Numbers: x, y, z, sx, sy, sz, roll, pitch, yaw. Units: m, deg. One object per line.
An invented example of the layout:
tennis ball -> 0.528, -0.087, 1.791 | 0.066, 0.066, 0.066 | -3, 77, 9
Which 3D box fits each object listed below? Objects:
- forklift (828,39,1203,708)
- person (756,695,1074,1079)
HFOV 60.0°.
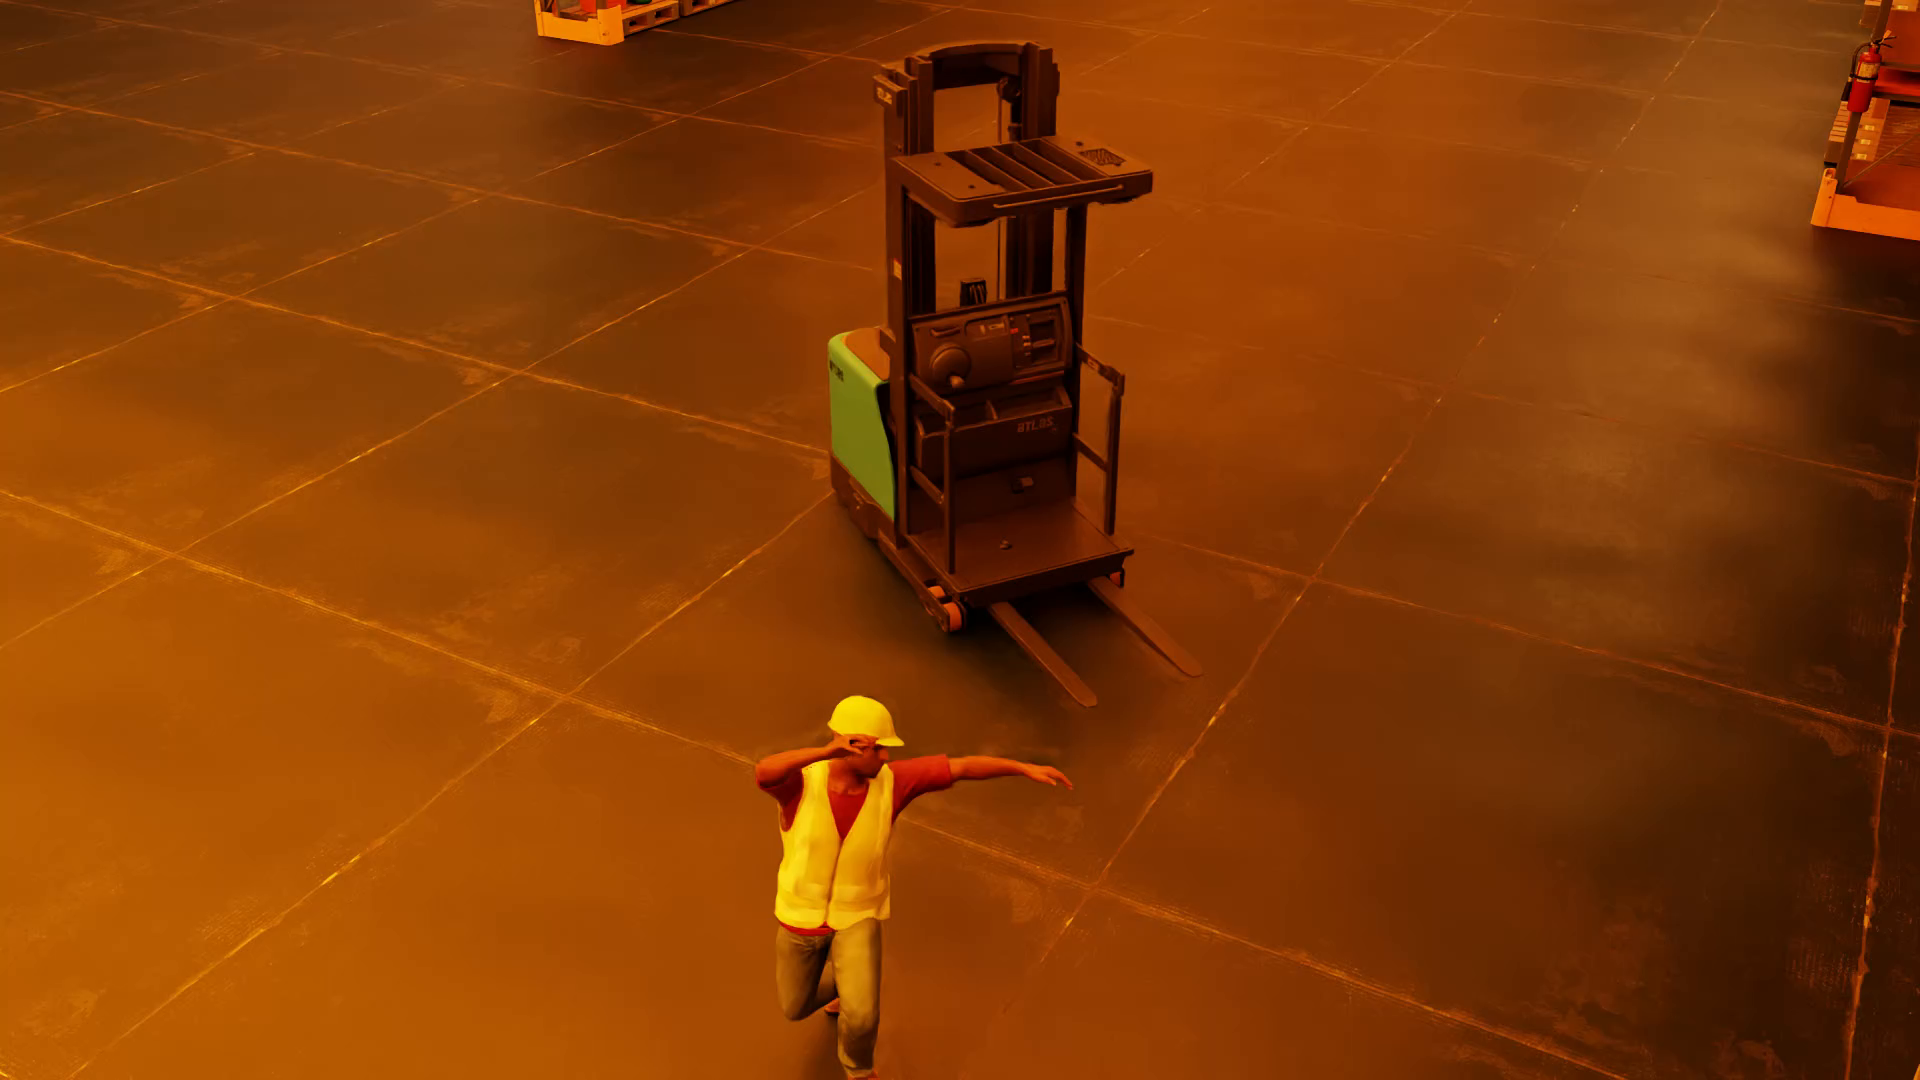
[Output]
forklift -> 0.277, -1.011, 8.822 | 1.130, 2.935, 3.031 | -13, 33, -22
person -> -0.166, 1.354, 6.149 | 1.128, 1.576, 0.884 | 3, 30, 5
